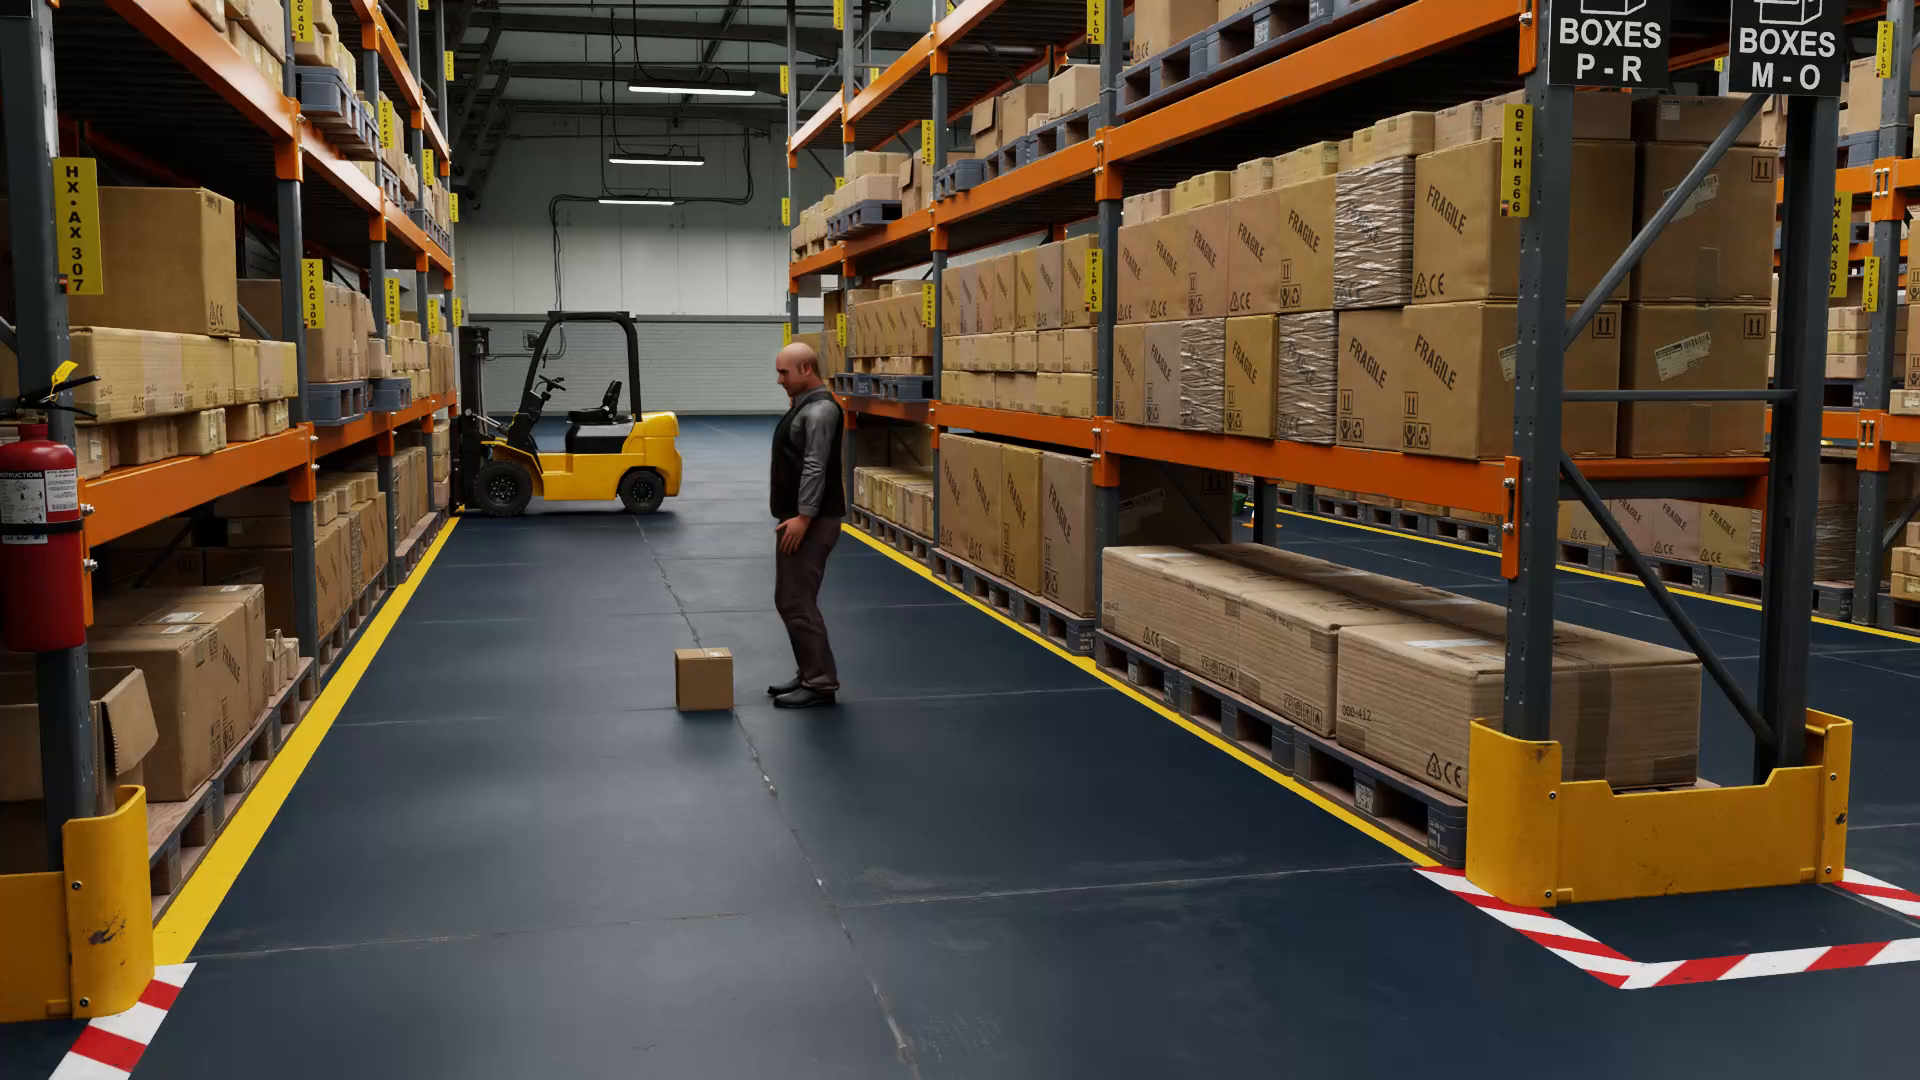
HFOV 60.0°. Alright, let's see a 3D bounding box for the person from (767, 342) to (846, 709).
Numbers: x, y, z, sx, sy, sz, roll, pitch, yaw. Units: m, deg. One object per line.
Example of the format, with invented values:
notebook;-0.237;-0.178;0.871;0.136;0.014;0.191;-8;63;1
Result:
person;-0.727;-0.074;7.864;0.361;1.711;0.538;-1;6;-13
